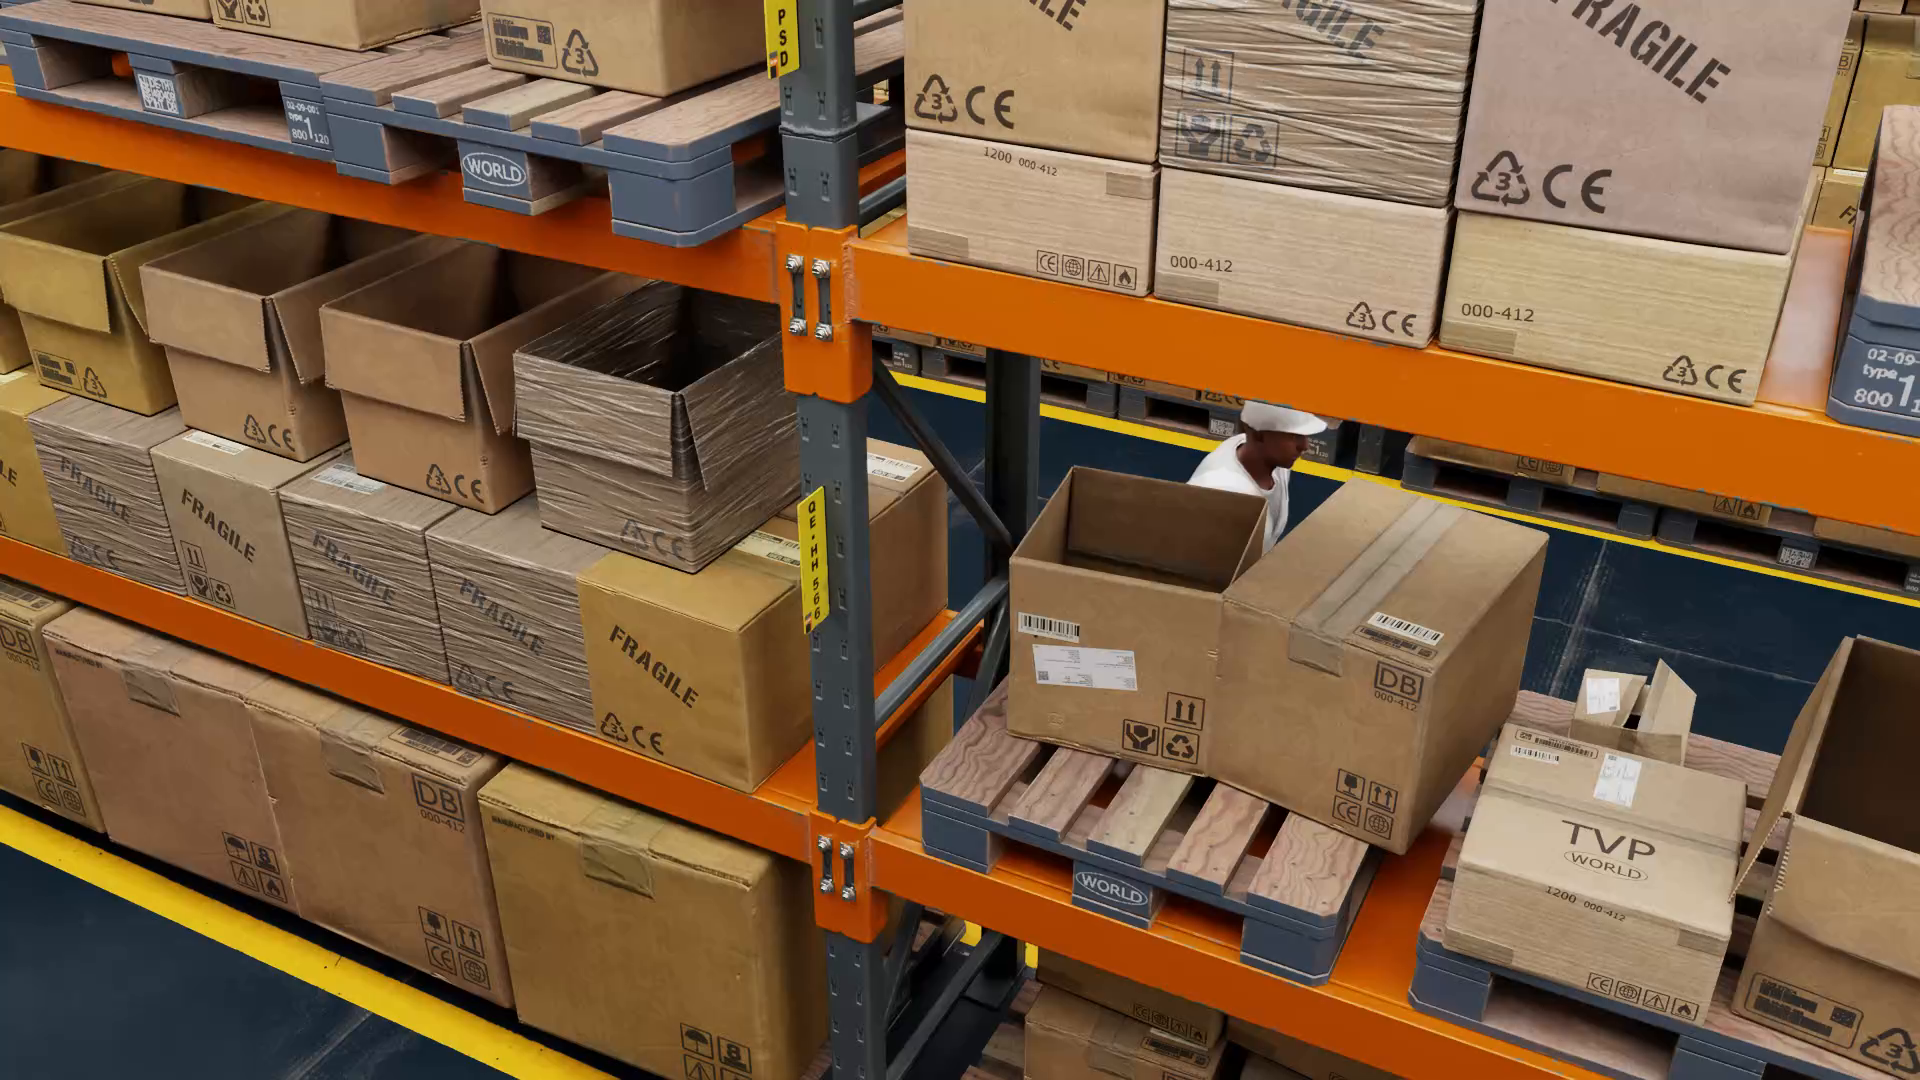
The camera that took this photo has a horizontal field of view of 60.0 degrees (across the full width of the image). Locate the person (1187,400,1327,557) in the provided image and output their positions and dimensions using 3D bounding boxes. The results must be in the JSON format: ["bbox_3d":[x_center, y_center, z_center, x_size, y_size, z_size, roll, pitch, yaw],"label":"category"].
[{"bbox_3d":[0.934,0.263,5.661,0.452,1.772,0.625,18,34,29],"label":"person"}]
